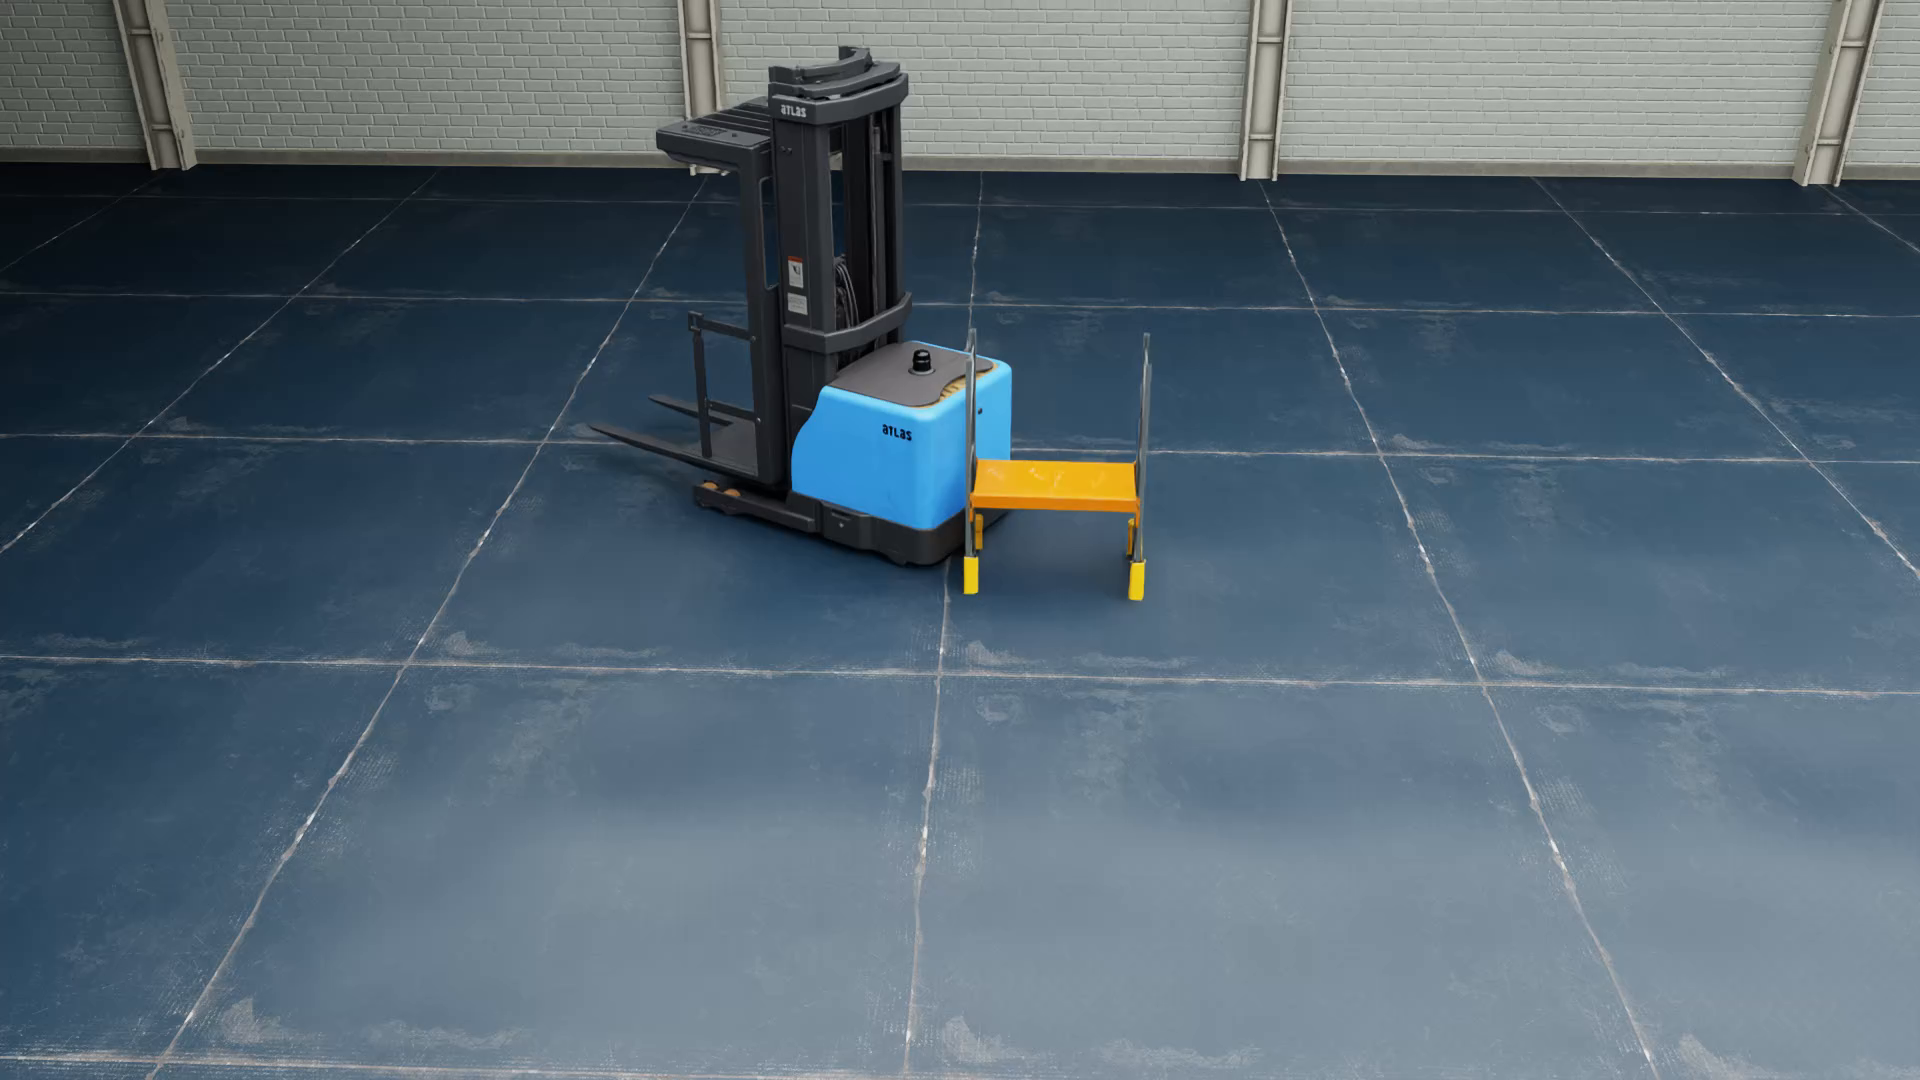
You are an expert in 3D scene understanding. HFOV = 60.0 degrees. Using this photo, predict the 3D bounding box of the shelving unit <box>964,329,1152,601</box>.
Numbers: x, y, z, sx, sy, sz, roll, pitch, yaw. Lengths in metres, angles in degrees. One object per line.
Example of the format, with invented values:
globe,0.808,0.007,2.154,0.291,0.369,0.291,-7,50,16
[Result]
shelving unit,0.580,-0.453,9.928,1.083,1.500,0.587,2,28,3

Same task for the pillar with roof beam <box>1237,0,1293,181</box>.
pillar with roof beam,3.091,-5.929,12.252,0.400,9.000,9.100,1,28,2

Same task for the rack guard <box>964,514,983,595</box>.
rack guard,0.084,0.084,10.251,0.087,0.250,0.587,2,28,3

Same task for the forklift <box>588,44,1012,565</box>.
forklift,-1.172,-1.651,10.661,3.031,2.935,1.130,17,32,29

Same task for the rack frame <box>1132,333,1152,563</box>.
rack frame,1.079,-0.437,9.898,0.032,1.500,0.500,2,28,3

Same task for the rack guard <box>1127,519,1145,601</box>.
rack guard,1.077,0.116,10.191,0.087,0.250,0.587,2,28,3

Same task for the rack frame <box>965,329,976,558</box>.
rack frame,0.064,-0.469,9.959,0.032,1.500,0.500,2,28,3

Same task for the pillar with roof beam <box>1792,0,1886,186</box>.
pillar with roof beam,9.087,-5.830,12.065,0.400,9.000,9.100,1,28,2

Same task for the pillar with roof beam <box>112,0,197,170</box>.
pillar with roof beam,-8.902,-6.127,12.626,0.400,9.000,9.100,1,28,2

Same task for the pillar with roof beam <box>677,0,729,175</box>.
pillar with roof beam,-2.906,-6.028,12.439,0.400,9.000,9.100,1,28,2

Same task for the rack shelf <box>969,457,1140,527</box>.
rack shelf,0.571,-0.294,10.013,1.000,0.185,0.538,2,28,3
